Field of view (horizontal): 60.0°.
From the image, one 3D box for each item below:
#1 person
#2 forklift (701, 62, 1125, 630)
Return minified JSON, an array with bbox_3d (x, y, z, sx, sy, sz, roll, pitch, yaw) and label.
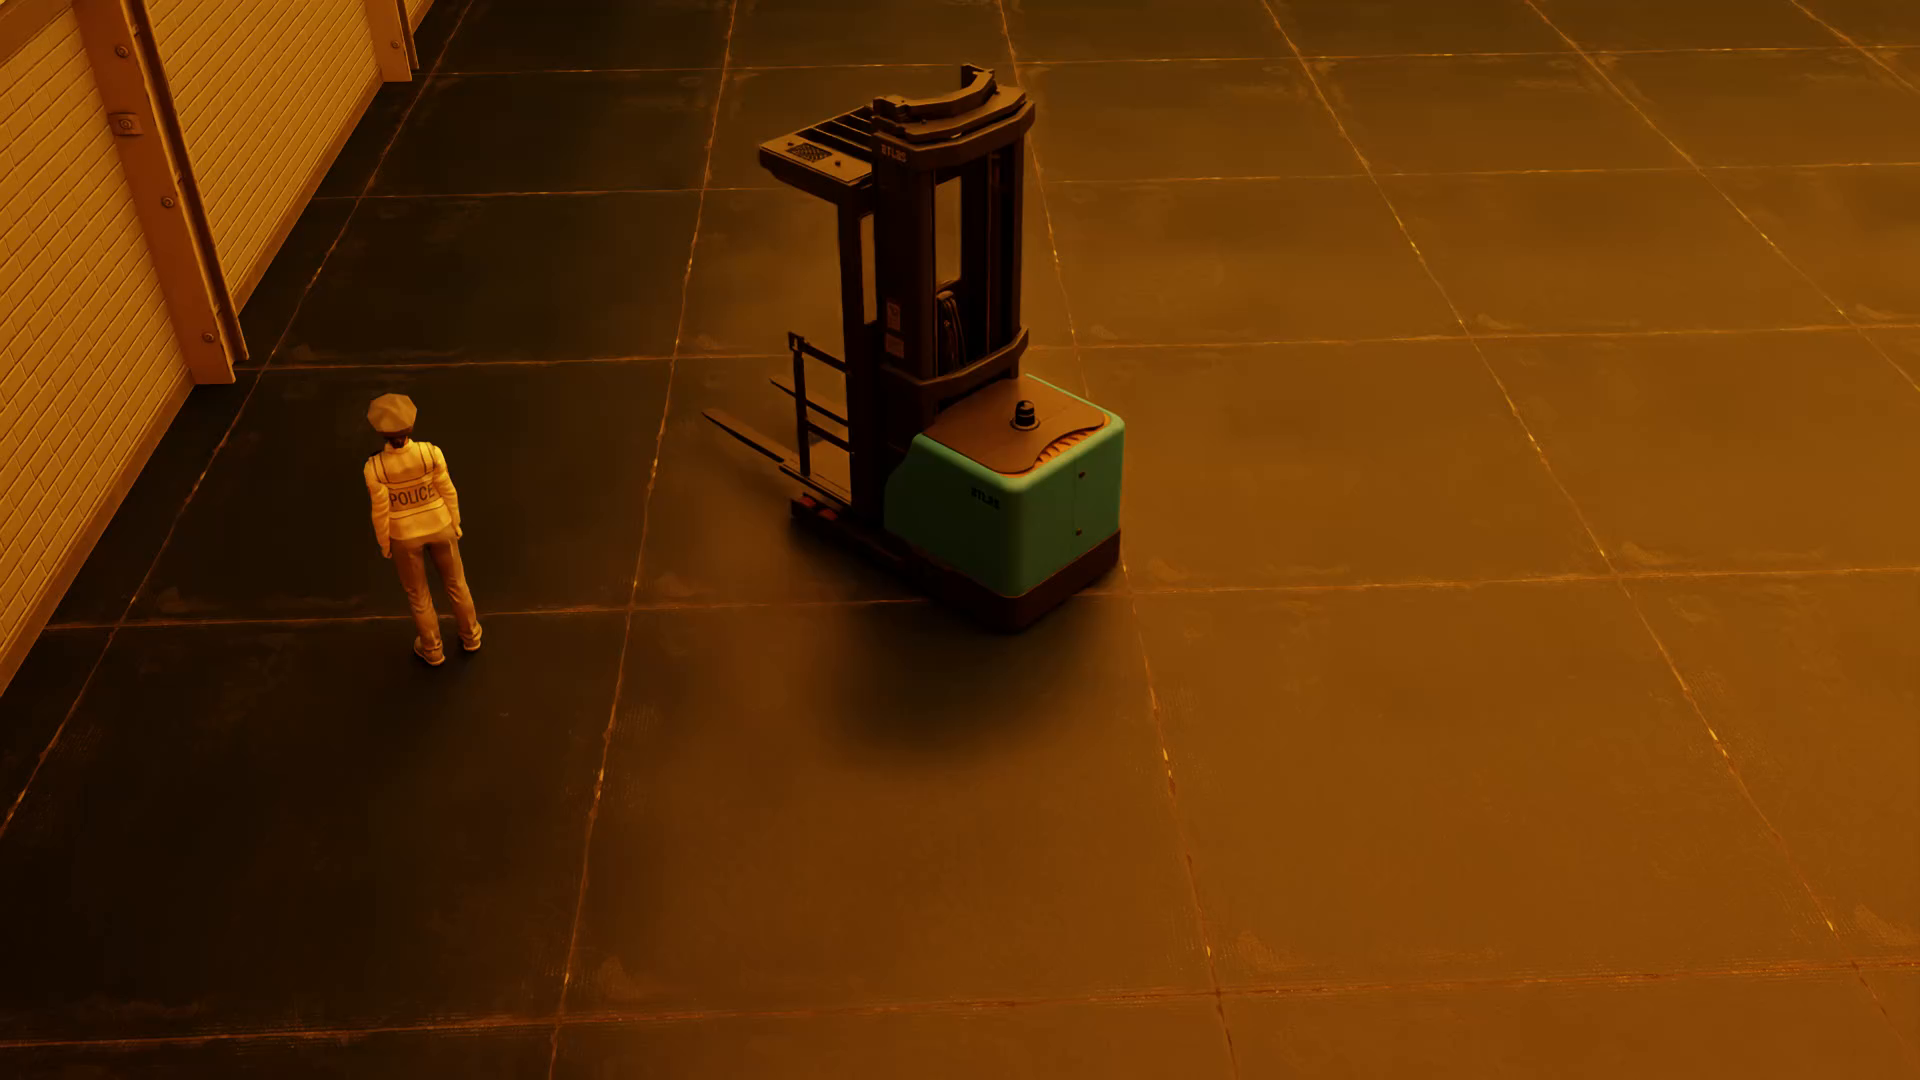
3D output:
[{"bbox_3d":[-2.971,-0.049,9.136,0.461,1.693,0.341,-19,40,-24],"label":"person"},{"bbox_3d":[-0.438,-1.414,9.952,3.031,2.935,1.130,29,45,34],"label":"forklift"}]
